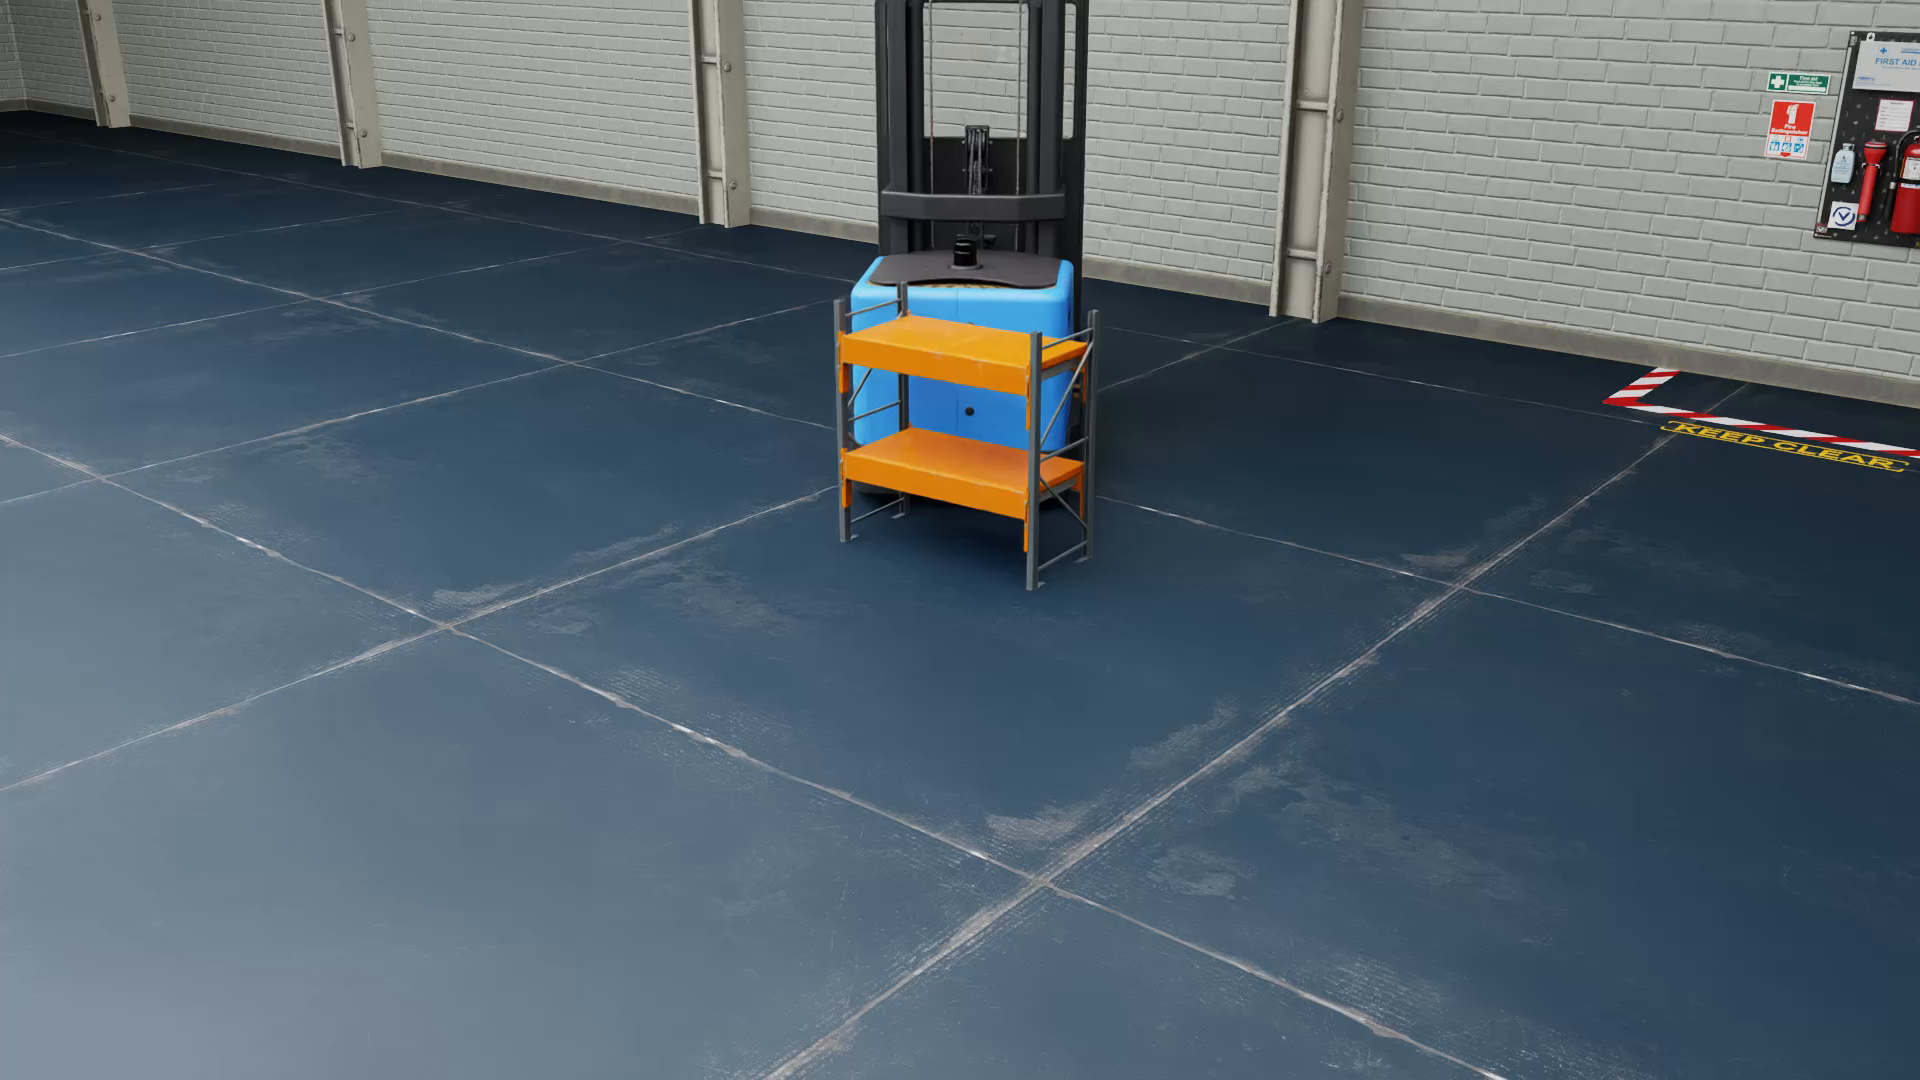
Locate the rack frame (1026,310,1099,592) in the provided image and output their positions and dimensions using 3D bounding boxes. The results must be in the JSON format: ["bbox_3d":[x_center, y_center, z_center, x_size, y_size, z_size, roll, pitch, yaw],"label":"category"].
[{"bbox_3d":[0.438,-0.379,7.080,0.032,1.125,0.500,14,25,32],"label":"rack frame"}]

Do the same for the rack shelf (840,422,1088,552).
[{"bbox_3d":[0.021,-0.253,7.439,1.000,0.278,0.538,14,25,32],"label":"rack shelf"}]

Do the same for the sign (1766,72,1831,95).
[{"bbox_3d":[4.861,-2.650,9.644,0.331,0.109,0.001,16,26,36],"label":"sign"}]

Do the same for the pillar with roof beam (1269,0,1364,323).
[{"bbox_3d":[-0.254,-4.645,7.232,0.400,9.000,9.100,16,26,36],"label":"pillar with roof beam"}]

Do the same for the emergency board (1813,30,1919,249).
[{"bbox_3d":[5.226,-2.238,9.351,0.643,1.169,0.194,16,26,36],"label":"emergency board"}]

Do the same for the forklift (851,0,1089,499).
[{"bbox_3d":[0.134,-2.045,8.938,1.130,2.935,3.031,2,21,5],"label":"forklift"}]

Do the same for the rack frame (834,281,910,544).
[{"bbox_3d":[-0.396,-0.585,7.625,0.032,1.125,0.500,14,25,32],"label":"rack frame"}]

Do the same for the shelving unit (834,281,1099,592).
[{"bbox_3d":[0.021,-0.482,7.353,1.048,1.125,0.538,14,25,32],"label":"shelving unit"}]

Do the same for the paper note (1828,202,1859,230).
[{"bbox_3d":[5.133,-1.884,9.661,0.142,0.148,0.016,16,26,36],"label":"paper note"}]

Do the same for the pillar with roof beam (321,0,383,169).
[{"bbox_3d":[-9.550,-7.322,14.331,0.400,9.000,9.100,16,26,36],"label":"pillar with roof beam"}]

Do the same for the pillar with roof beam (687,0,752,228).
[{"bbox_3d":[-4.902,-5.983,10.781,0.400,9.000,9.100,16,26,36],"label":"pillar with roof beam"}]

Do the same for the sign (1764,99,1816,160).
[{"bbox_3d":[4.863,-2.406,9.746,0.234,0.329,0.001,16,26,36],"label":"sign"}]

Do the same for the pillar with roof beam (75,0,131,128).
[{"bbox_3d":[-14.199,-8.661,17.881,0.400,9.000,9.100,16,26,36],"label":"pillar with roof beam"}]

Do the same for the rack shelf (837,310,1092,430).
[{"bbox_3d":[0.021,-0.756,7.249,1.000,0.278,0.538,14,25,32],"label":"rack shelf"}]
